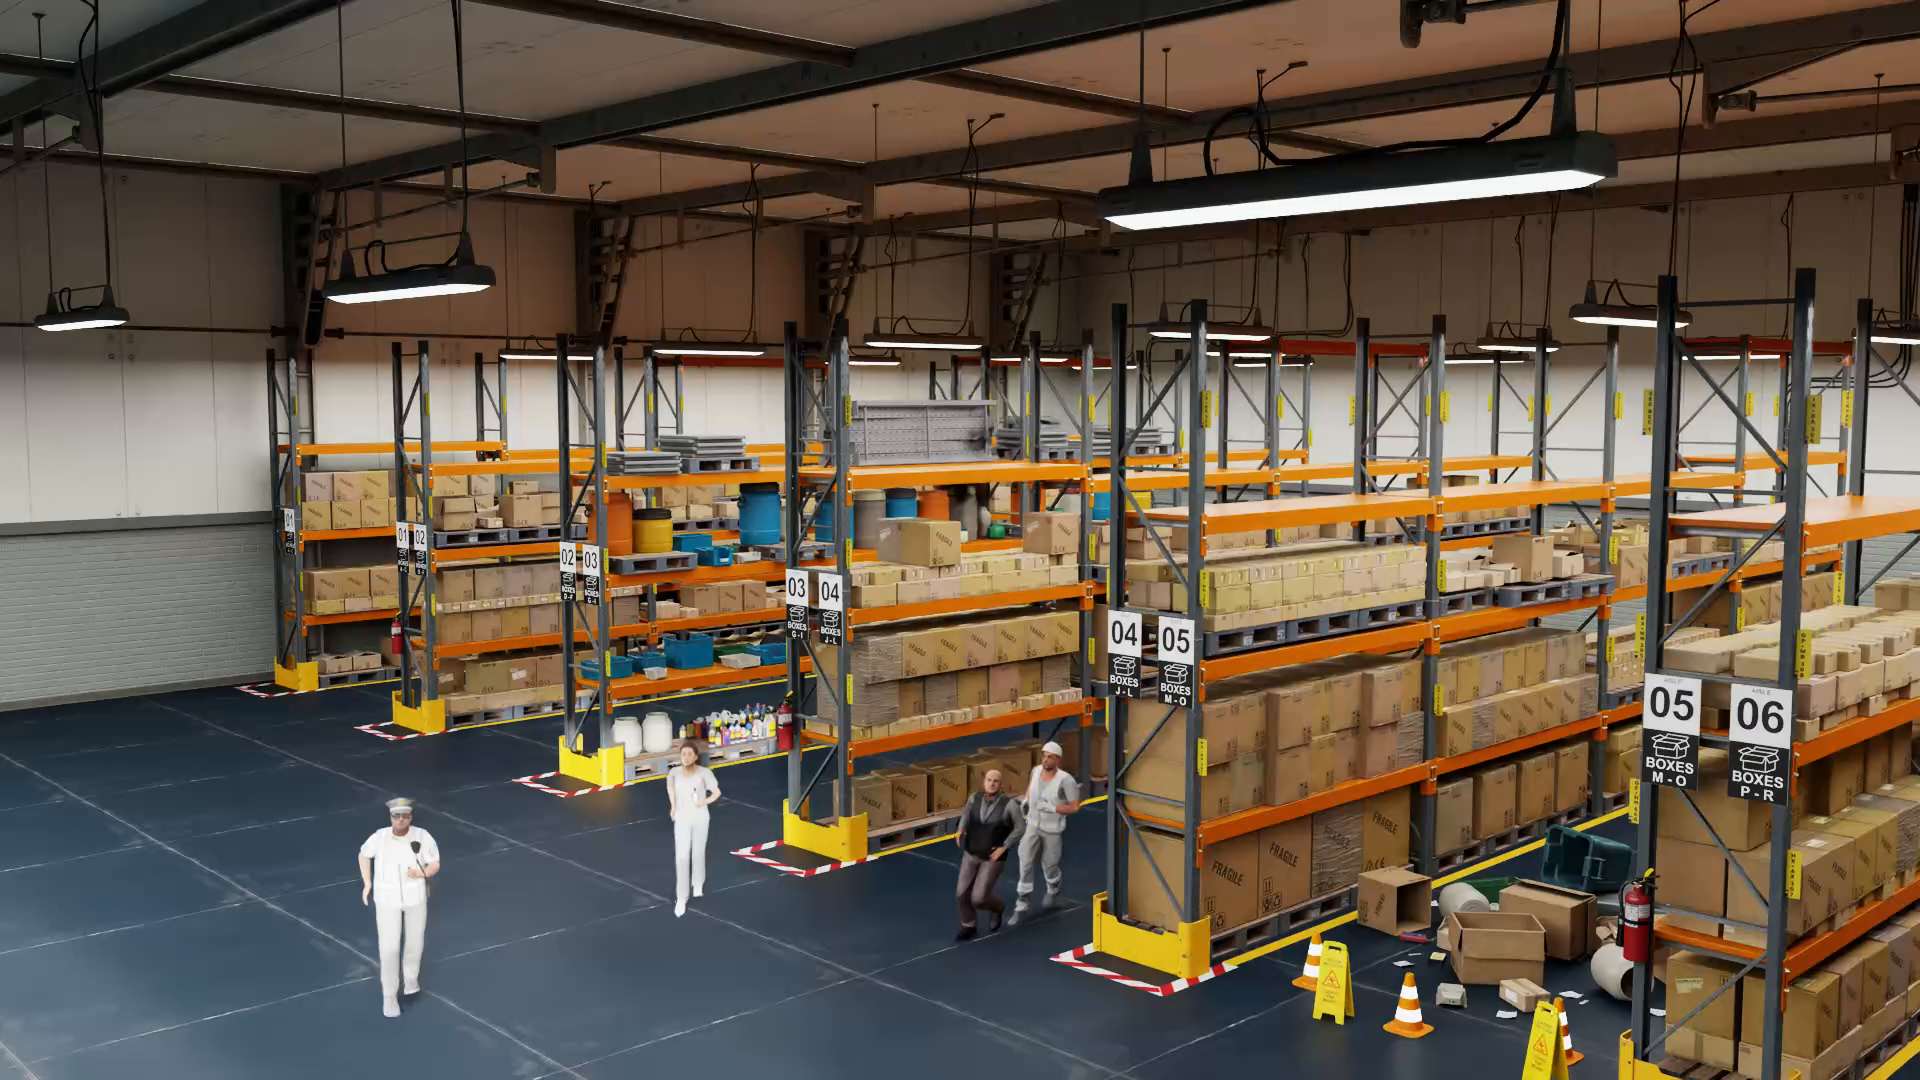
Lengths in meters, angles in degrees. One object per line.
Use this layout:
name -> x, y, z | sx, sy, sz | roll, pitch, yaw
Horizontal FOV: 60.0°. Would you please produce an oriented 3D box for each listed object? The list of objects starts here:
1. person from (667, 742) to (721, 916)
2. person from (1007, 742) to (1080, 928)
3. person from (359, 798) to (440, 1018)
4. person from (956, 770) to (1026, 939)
person -> -2.695, 2.876, 16.837 | 0.561, 1.718, 0.768 | 0, 5, -4
person -> 0.894, 2.867, 16.392 | 0.674, 1.802, 0.890 | 3, 6, 30
person -> -4.715, 3.078, 14.044 | 0.631, 1.850, 0.768 | -2, 5, -23
person -> 0.258, 2.988, 15.768 | 0.663, 1.647, 0.559 | 3, 6, 32
